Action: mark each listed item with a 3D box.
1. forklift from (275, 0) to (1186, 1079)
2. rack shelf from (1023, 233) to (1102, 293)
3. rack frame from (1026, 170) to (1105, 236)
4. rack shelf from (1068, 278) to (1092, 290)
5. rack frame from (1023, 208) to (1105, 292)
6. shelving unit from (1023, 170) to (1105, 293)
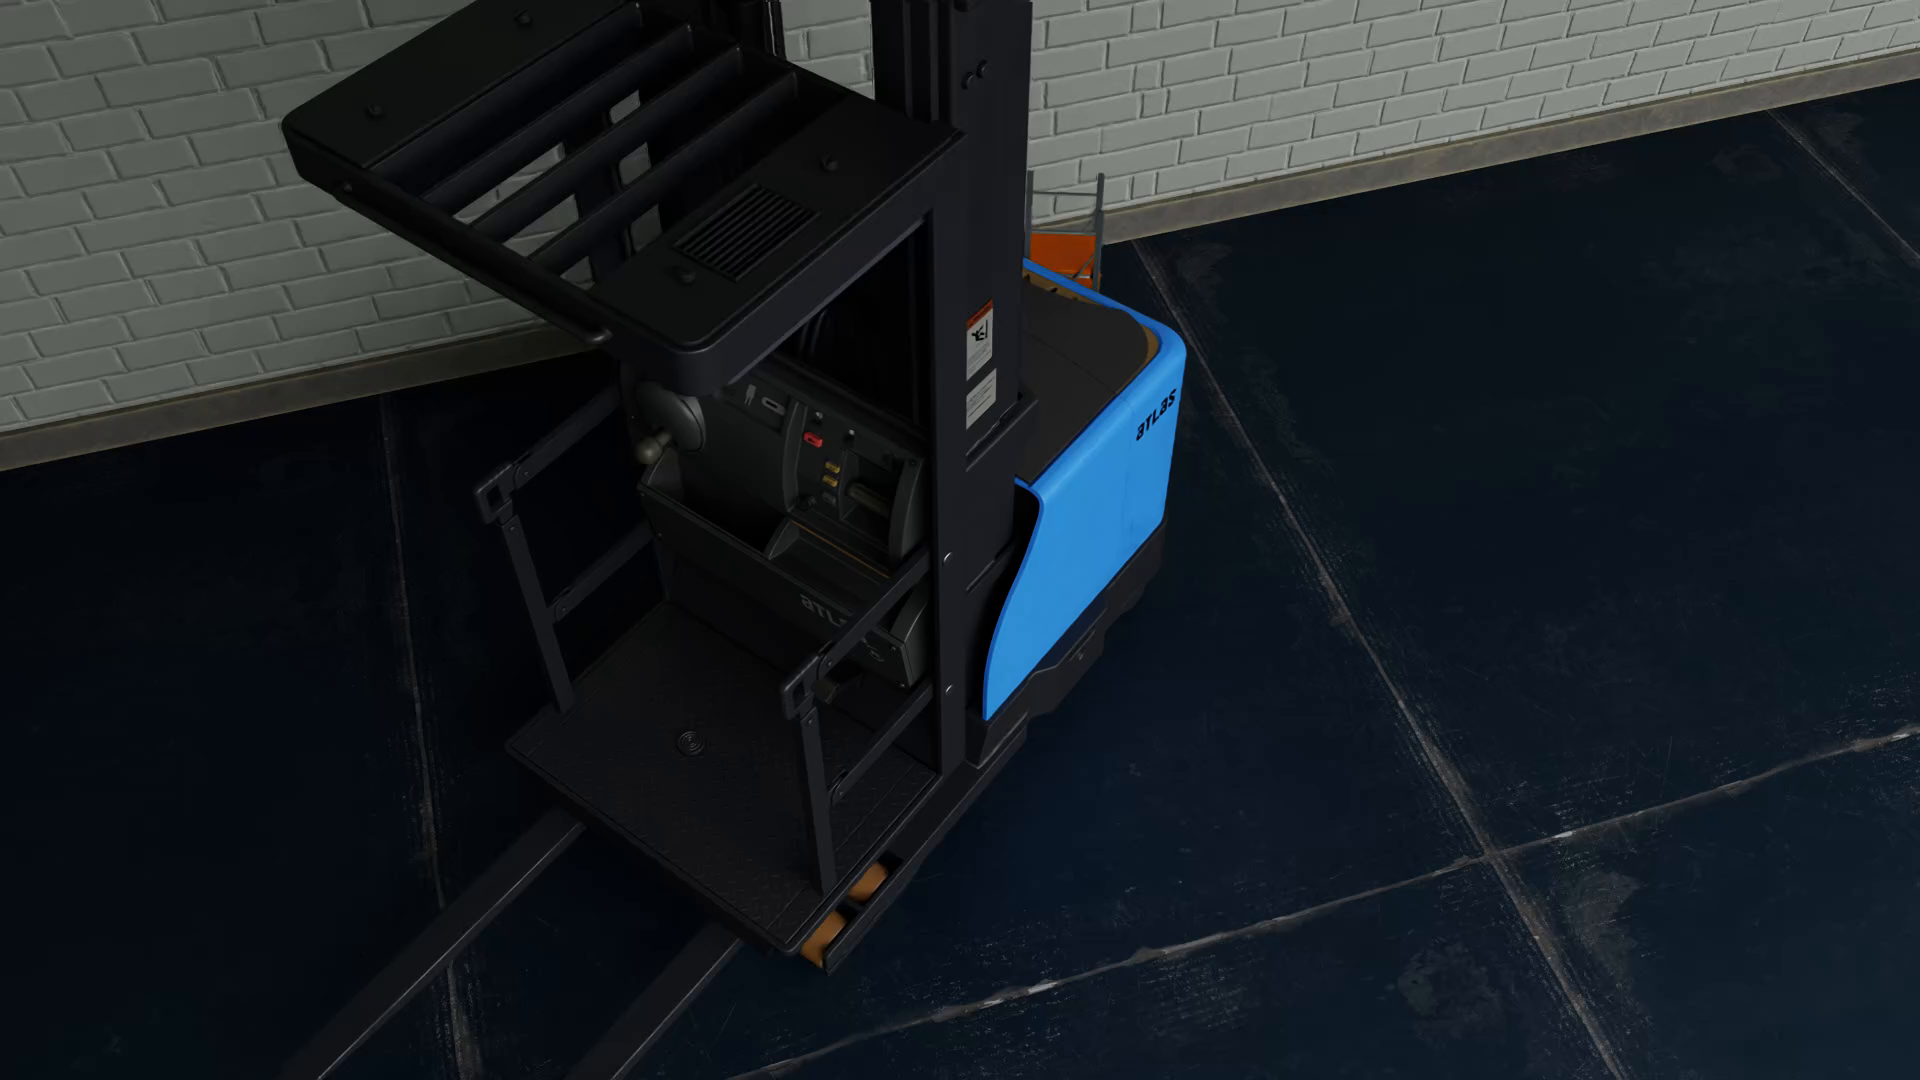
[{"bbox_3d":[-0.603,-0.165,3.972,1.130,2.935,3.031,30,56,23],"label":"forklift"},{"bbox_3d":[0.322,-0.883,5.297,0.258,0.103,0.180,3,50,2],"label":"rack shelf"},{"bbox_3d":[0.327,-0.749,5.597,0.240,1.200,0.006,3,50,2],"label":"rack frame"},{"bbox_3d":[0.322,-0.805,5.388,0.258,0.103,0.180,3,50,2],"label":"rack shelf"},{"bbox_3d":[0.316,-0.610,5.479,0.240,1.200,0.006,3,50,2],"label":"rack frame"},{"bbox_3d":[0.322,-0.679,5.538,0.258,1.200,0.189,3,50,2],"label":"shelving unit"}]
